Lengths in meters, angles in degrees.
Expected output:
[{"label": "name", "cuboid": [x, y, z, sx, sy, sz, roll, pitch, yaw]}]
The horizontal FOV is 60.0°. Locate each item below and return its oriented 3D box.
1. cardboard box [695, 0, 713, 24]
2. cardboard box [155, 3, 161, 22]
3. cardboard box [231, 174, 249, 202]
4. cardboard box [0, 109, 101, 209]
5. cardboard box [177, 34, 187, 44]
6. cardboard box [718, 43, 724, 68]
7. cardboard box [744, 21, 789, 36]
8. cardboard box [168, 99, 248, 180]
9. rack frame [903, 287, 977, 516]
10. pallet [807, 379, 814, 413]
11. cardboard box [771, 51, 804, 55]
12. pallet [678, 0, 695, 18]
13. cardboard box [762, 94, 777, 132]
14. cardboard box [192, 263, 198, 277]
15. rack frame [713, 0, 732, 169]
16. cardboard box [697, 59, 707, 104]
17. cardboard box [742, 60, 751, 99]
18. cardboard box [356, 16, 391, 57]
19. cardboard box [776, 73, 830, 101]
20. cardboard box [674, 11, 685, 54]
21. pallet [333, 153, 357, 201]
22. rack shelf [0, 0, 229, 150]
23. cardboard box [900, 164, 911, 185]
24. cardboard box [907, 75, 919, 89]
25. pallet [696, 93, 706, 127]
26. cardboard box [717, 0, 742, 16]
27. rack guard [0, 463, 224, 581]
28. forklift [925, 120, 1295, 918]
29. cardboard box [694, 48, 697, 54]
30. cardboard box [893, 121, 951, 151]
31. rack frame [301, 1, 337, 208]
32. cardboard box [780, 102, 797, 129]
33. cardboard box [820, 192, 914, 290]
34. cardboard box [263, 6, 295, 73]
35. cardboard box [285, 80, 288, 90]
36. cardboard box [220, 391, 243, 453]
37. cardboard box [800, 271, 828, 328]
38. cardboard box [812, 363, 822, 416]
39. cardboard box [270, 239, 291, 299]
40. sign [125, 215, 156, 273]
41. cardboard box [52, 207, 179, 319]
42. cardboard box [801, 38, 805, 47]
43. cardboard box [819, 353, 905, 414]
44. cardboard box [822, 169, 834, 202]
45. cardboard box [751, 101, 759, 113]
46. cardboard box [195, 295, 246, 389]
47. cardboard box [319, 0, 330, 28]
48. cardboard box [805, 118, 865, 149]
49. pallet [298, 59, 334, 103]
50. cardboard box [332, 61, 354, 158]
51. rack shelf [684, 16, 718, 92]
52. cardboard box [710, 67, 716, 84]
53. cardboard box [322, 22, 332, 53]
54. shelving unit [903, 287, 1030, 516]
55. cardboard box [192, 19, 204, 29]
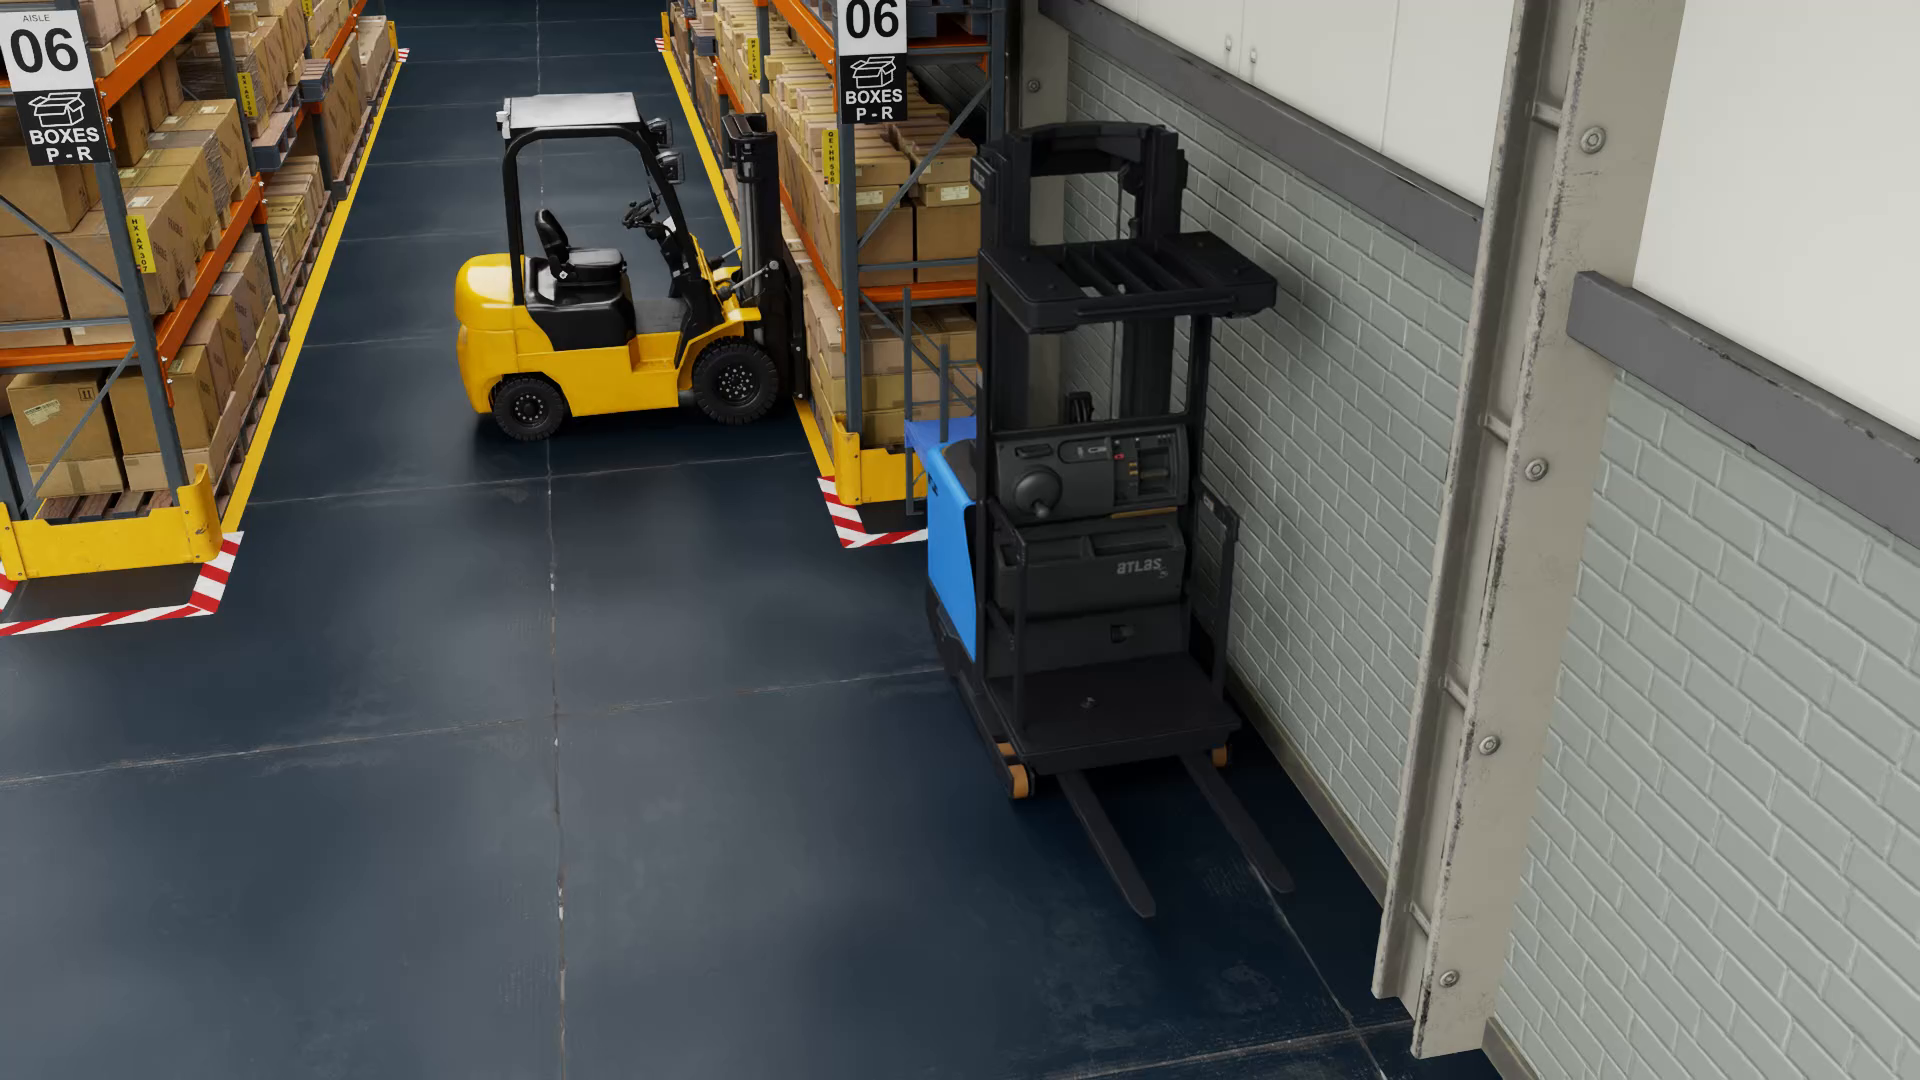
[{"label": "cardboard box", "cuboid": [-2.587, -5.764, 18.041, 0.500, 0.250, 0.500, -7, 28, -14]}, {"label": "cardboard box", "cuboid": [-5.218, -3.279, 10.368, 0.380, 0.149, 0.250, -7, 28, -13]}, {"label": "cardboard box", "cuboid": [-5.535, -2.620, 12.391, 0.380, 0.149, 0.250, -5, 27, -10]}, {"label": "cardboard box", "cuboid": [-5.500, -2.244, 9.816, 0.700, 0.500, 0.500, -6, 27, -11]}, {"label": "cardboard box", "cuboid": [-6.459, -4.087, 13.391, 0.380, 0.149, 0.250, -7, 28, -13]}, {"label": "cardboard box", "cuboid": [-2.172, -4.926, 16.848, 0.500, 0.250, 0.500, -6, 27, -11]}, {"label": "cardboard box", "cuboid": [-1.795, -4.707, 15.417, 0.380, 0.149, 0.250, -6, 27, -12]}, {"label": "cardboard box", "cuboid": [-5.625, -2.959, 12.342, 0.500, 0.500, 0.500, -7, 28, -13]}, {"label": "rack frame", "cuboid": [-0.095, -0.855, 10.280, 0.500, 1.500, 0.032, -6, 27, -12]}, {"label": "pallet", "cuboid": [-0.715, -1.322, 12.635, 1.003, 0.211, 1.213, -6, 27, -12]}, {"label": "cardboard box", "cuboid": [-1.501, -4.030, 14.075, 0.380, 0.149, 0.250, -6, 27, -12]}, {"label": "pallet", "cuboid": [-2.861, -6.521, 20.054, 1.003, 0.211, 1.213, -6, 27, -12]}, {"label": "cardboard box", "cuboid": [-1.286, -3.280, 13.309, 0.500, 0.500, 0.500, -7, 28, -13]}, {"label": "cardboard box", "cuboid": [-5.095, -1.714, 10.595, 0.380, 0.149, 0.250, -5, 27, -10]}, {"label": "rack frame", "cuboid": [-2.033, -5.213, 17.249, 1.000, 3.000, 0.127, -6, 27, -12]}, {"label": "cardboard box", "cuboid": [-2.916, -5.573, 20.270, 0.500, 0.500, 0.500, -6, 27, -12]}, {"label": "cardboard box", "cuboid": [-1.615, -4.028, 14.513, 0.500, 0.250, 0.500, -7, 28, -13]}, {"label": "cardboard box", "cuboid": [-8.425, -6.983, 23.134, 0.875, 0.438, 0.875, -7, 28, -13]}, {"label": "cardboard box", "cuboid": [-1.178, -3.414, 12.523, 0.380, 0.149, 0.250, -5, 27, -10]}, {"label": "cardboard box", "cuboid": [-3.636, -7.139, 23.373, 0.700, 0.500, 0.500, -5, 27, -9]}, {"label": "pallet", "cuboid": [-6.973, -3.816, 17.576, 1.003, 0.211, 1.213, -6, 27, -12]}, {"label": "rack shelf", "cuboid": [-5.516, -3.091, 10.515, 1.077, 0.370, 4.000, -6, 27, -12]}, {"label": "cardboard box", "cuboid": [-0.223, -2.424, 10.893, 0.380, 0.149, 0.250, -6, 27, -13]}, {"label": "cardboard box", "cuboid": [-0.520, -3.366, 12.429, 0.380, 0.149, 0.250, -6, 27, -12]}, {"label": "pallet", "cuboid": [-2.715, -5.371, 20.657, 1.003, 0.211, 1.213, -6, 27, -12]}, {"label": "cardboard box", "cuboid": [-2.249, -5.377, 16.744, 0.380, 0.149, 0.250, -5, 27, -10]}, {"label": "rack guard", "cuboid": [-5.083, -0.113, 9.918, 1.175, 0.500, 0.348, -6, 27, -12]}, {"label": "forklift", "cuboid": [0.677, -0.281, 7.553, 1.130, 2.935, 3.031, -7, 28, -13]}, {"label": "cardboard box", "cuboid": [-3.113, -6.146, 20.685, 0.380, 0.149, 0.250, -5, 27, -9]}, {"label": "cardboard box", "cuboid": [-0.239, -2.680, 11.070, 0.380, 0.149, 0.250, -6, 27, -11]}, {"label": "rack frame", "cuboid": [-6.869, -4.707, 16.247, 1.000, 3.000, 0.127, -6, 27, -12]}, {"label": "cardboard box", "cuboid": [-1.130, -3.168, 12.367, 0.380, 0.149, 0.250, -6, 27, -12]}, {"label": "cardboard box", "cuboid": [-0.597, -1.935, 10.644, 0.500, 0.500, 0.500, -7, 28, -13]}, {"label": "cardboard box", "cuboid": [-6.253, -4.454, 14.837, 0.500, 0.500, 0.500, -8, 28, -15]}, {"label": "cardboard box", "cuboid": [-6.139, -3.990, 14.640, 0.380, 0.149, 0.250, -7, 28, -13]}, {"label": "cardboard box", "cuboid": [-5.086, -0.762, 11.017, 0.500, 0.250, 0.500, -5, 27, -10]}, {"label": "cardboard box", "cuboid": [-0.882, -1.722, 11.808, 0.500, 0.250, 0.500, -6, 27, -11]}, {"label": "cardboard box", "cuboid": [-0.747, -1.054, 11.595, 0.500, 0.250, 0.500, -6, 27, -12]}, {"label": "cardboard box", "cuboid": [-6.088, -2.196, 13.721, 0.950, 0.372, 0.625, -6, 27, -11]}, {"label": "sign", "cuboid": [-4.537, -1.637, 9.203, 0.100, 0.325, 0.005, -6, 27, -12]}, {"label": "cardboard box", "cuboid": [-4.902, -1.609, 9.667, 0.500, 0.500, 0.500, -6, 27, -12]}, {"label": "cardboard box", "cuboid": [-1.238, -4.532, 15.070, 0.380, 0.149, 0.250, -6, 27, -12]}, {"label": "cardboard box", "cuboid": [-0.645, -1.066, 11.064, 0.500, 0.250, 0.500, -6, 27, -12]}, {"label": "cardboard box", "cuboid": [-0.668, -2.268, 10.584, 0.380, 0.149, 0.250, -6, 27, -11]}, {"label": "cardboard box", "cuboid": [-1.500, -3.585, 14.190, 0.500, 0.250, 0.500, -5, 27, -10]}, {"label": "cardboard box", "cuboid": [-5.211, -1.333, 11.315, 0.500, 0.500, 0.500, -5, 27, -11]}, {"label": "cardboard box", "cuboid": [-6.958, -5.558, 17.544, 0.500, 0.250, 0.500, -6, 27, -12]}, {"label": "cardboard box", "cuboid": [-0.838, -2.741, 11.191, 0.380, 0.149, 0.250, -5, 27, -10]}, {"label": "pallet", "cuboid": [-6.604, -4.320, 15.692, 1.213, 0.211, 1.003, -6, 27, -12]}, {"label": "cardboard box", "cuboid": [-7.140, -4.650, 18.025, 0.875, 0.875, 0.875, -6, 27, -11]}, {"label": "rack shelf", "cuboid": [-2.484, -5.770, 19.151, 1.077, 0.370, 4.000, -6, 27, -12]}, {"label": "cardboard box", "cuboid": [-2.663, -5.350, 19.109, 0.380, 0.149, 0.250, -7, 28, -14]}, {"label": "cardboard box", "cuboid": [-6.979, -5.335, 17.658, 0.500, 0.250, 0.500, -5, 27, -10]}, {"label": "shelving unit", "cuboid": [0.019, -0.632, 9.838, 0.538, 1.500, 1.048, -6, 27, -12]}, {"label": "cardboard box", "cuboid": [-6.637, -4.170, 14.276, 0.500, 0.500, 0.500, -7, 28, -14]}]
